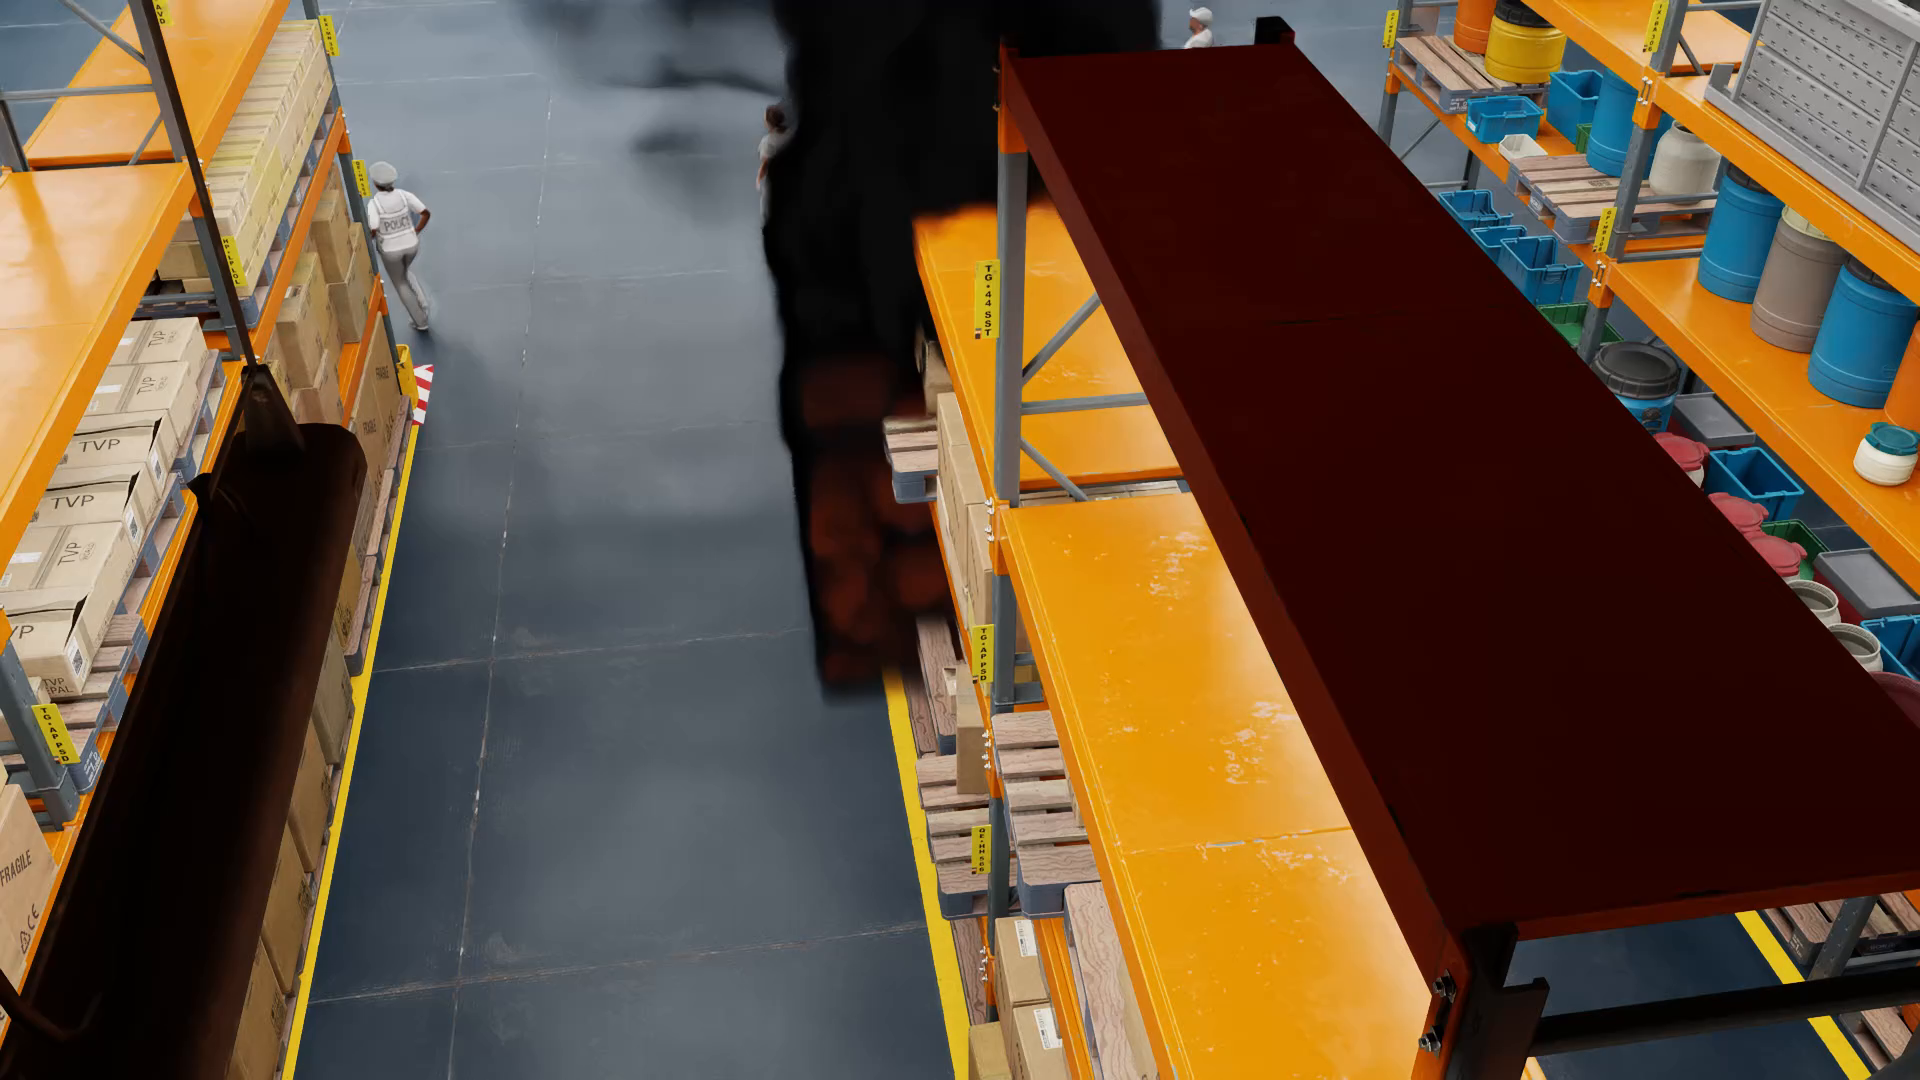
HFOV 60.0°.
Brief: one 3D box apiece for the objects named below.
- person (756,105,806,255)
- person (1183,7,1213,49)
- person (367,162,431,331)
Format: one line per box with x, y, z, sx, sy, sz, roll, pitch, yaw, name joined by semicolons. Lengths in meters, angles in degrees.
-1.814;-3.647;17.056;0.632;1.634;0.589;24;42;29;person
2.719;-5.269;19.158;0.701;1.742;0.659;9;37;12;person
-5.396;-2.835;15.909;0.579;1.673;0.580;29;45;34;person
